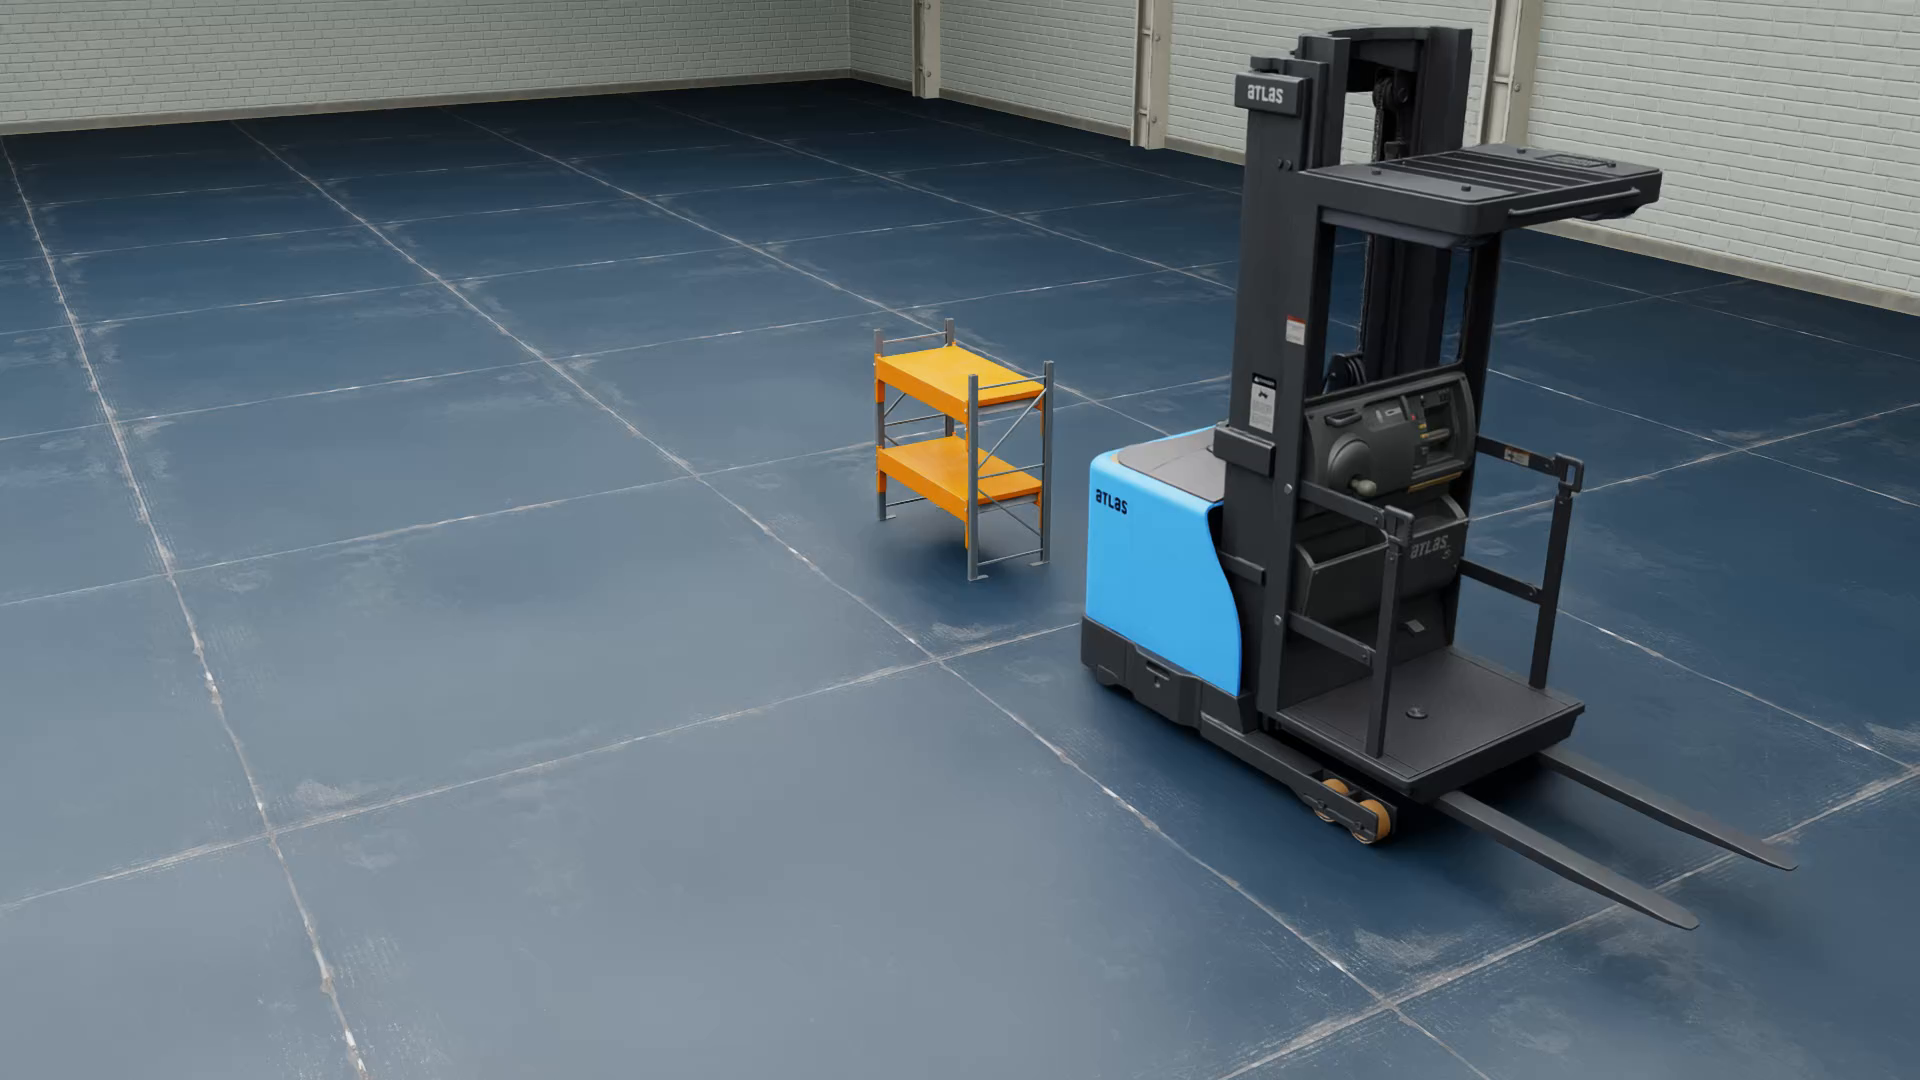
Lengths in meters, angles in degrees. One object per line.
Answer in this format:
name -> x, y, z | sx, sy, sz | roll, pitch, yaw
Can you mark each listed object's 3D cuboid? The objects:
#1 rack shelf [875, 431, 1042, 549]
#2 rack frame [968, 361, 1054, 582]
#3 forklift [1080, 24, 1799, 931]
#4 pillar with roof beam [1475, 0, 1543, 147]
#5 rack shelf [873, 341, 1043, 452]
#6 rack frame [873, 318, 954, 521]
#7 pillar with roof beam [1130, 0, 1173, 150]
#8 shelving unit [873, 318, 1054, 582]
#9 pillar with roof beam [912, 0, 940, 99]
rack shelf -> 0.003, -0.292, 9.186 | 0.538, 0.278, 1.000 | -13, 25, -28
rack frame -> 0.263, -0.354, 8.689 | 0.500, 1.125, 0.032 | -13, 25, -28
forklift -> 1.825, -0.392, 6.384 | 1.130, 2.935, 3.031 | -15, 27, -32
pillar with roof beam -> 1.884, -6.669, 13.769 | 9.100, 9.000, 0.400 | -13, 25, -28
rack shelf -> 0.003, -0.790, 8.984 | 0.538, 0.278, 1.000 | -13, 25, -28
rack frame -> -0.256, -0.683, 9.499 | 0.500, 1.125, 0.032 | -13, 25, -28
pillar with roof beam -> -1.180, -8.612, 18.548 | 9.100, 9.000, 0.400 | -13, 25, -28
shelving unit -> 0.003, -0.519, 9.094 | 0.538, 1.125, 1.048 | -13, 25, -28
pillar with roof beam -> -4.245, -10.554, 23.326 | 9.100, 9.000, 0.400 | -13, 25, -28
